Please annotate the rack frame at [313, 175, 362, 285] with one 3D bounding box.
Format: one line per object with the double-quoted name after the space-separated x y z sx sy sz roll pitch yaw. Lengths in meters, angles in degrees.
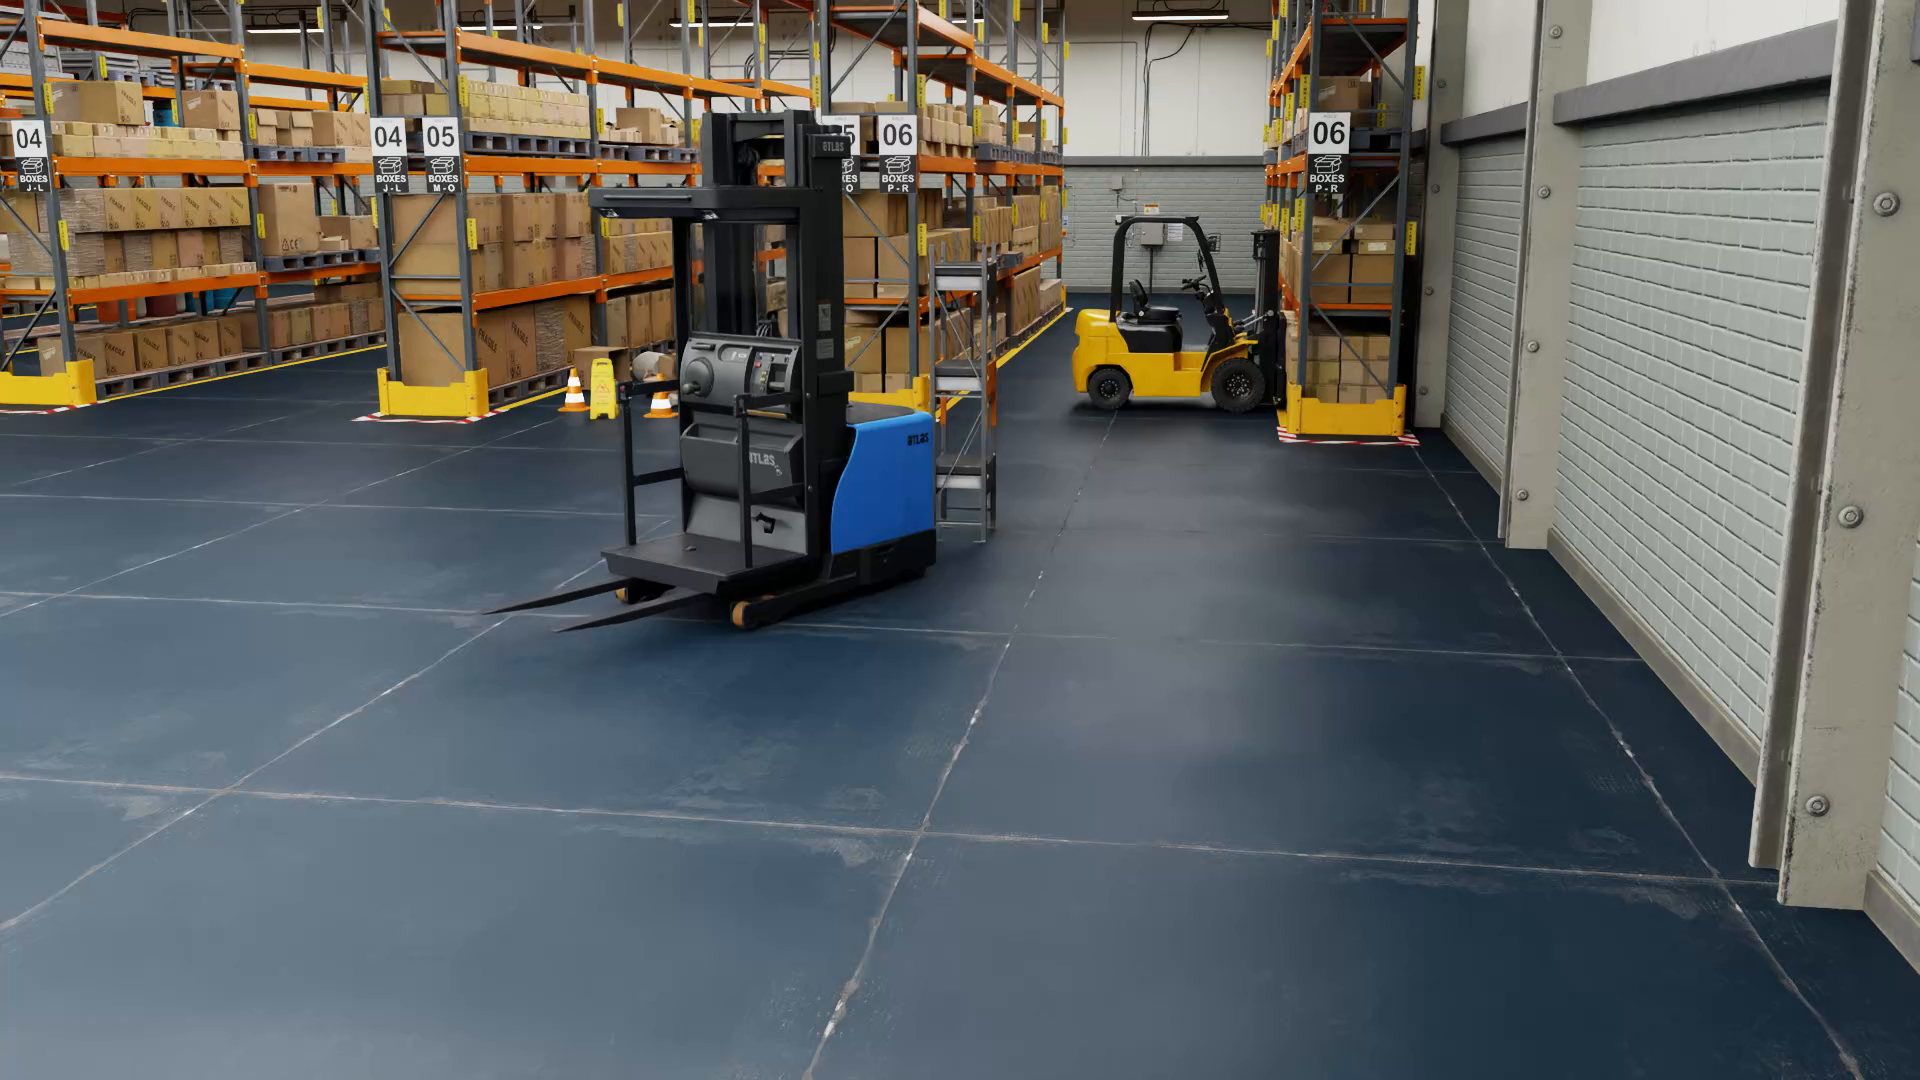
-13.165 -6.553 35.280 1.000 3.000 0.127 2 12 9 "rack frame"

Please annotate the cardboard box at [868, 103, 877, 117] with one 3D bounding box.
-1.101 -4.606 17.832 0.380 0.149 0.250 2 12 10 "cardboard box"

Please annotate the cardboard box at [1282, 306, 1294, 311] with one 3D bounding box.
4.891 -2.885 22.898 0.875 0.625 0.625 1 12 6 "cardboard box"

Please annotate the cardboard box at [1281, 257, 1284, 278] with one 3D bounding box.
4.472 -3.558 21.740 0.500 0.250 0.500 2 12 8 "cardboard box"

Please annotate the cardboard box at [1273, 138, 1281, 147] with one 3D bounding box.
5.161 -6.306 26.378 0.380 0.149 0.250 2 12 10 "cardboard box"

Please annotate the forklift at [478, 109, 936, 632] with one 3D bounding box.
-1.455 -1.031 9.822 1.130 2.935 3.031 9 15 37 "forklift"

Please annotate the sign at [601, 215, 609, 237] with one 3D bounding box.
-4.682 -4.157 21.920 0.100 0.325 0.005 2 12 9 "sign"

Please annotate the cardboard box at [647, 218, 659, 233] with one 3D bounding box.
-4.848 -4.778 24.432 0.700 0.500 0.500 2 12 8 "cardboard box"

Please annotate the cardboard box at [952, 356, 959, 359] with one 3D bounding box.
-0.304 -2.086 20.082 0.500 0.250 0.500 2 12 10 "cardboard box"

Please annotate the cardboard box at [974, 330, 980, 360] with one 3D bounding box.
-0.246 -2.603 22.194 0.950 0.372 0.625 2 12 9 "cardboard box"

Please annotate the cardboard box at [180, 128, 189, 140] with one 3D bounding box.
-10.095 -5.188 21.237 0.380 0.149 0.250 2 12 11 "cardboard box"

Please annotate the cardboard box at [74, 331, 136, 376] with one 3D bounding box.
-10.561 -2.300 20.483 0.500 0.500 0.500 5 13 23 "cardboard box"

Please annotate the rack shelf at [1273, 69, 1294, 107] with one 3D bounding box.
5.504 -7.048 25.993 1.077 0.370 4.000 2 12 9 "rack shelf"

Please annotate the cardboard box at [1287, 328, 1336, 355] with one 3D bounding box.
3.801 -2.143 17.974 0.500 0.250 0.500 2 12 10 "cardboard box"

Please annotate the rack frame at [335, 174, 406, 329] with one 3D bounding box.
-9.501 -4.727 26.808 1.000 3.000 0.127 2 12 9 "rack frame"

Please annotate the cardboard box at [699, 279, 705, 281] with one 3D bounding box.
-4.193 -4.137 27.224 0.500 0.250 0.500 2 12 8 "cardboard box"

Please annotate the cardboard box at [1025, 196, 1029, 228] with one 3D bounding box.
0.851 -5.354 27.107 0.500 0.500 0.500 2 12 10 "cardboard box"

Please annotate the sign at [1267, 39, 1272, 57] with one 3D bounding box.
5.890 -9.357 31.646 0.100 0.325 0.005 2 12 9 "sign"

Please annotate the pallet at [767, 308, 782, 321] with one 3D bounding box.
-3.932 -4.156 30.776 1.003 0.211 1.213 2 12 9 "pallet"

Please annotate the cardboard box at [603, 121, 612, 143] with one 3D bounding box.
-5.179 -5.762 23.466 0.500 0.311 0.500 1 12 7 "cardboard box"

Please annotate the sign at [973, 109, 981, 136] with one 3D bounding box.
0.213 -5.276 21.010 0.100 0.325 0.005 2 12 9 "sign"

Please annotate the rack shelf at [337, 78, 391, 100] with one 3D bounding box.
-9.194 -7.529 28.226 1.077 0.370 4.000 2 12 9 "rack shelf"

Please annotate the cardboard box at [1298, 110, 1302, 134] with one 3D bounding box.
4.053 -4.769 18.967 0.396 0.266 0.258 2 12 7 "cardboard box"

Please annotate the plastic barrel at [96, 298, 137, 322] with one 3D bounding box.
-14.337 -4.134 28.212 0.600 0.830 0.708 2 12 9 "plastic barrel"

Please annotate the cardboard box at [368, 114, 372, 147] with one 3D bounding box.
-9.327 -6.379 25.930 0.500 0.500 0.500 2 12 10 "cardboard box"

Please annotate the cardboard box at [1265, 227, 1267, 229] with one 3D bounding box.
5.938 -5.687 30.913 0.500 0.250 0.500 2 12 8 "cardboard box"

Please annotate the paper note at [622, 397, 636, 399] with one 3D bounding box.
-3.934 -1.691 19.770 0.144 0.017 0.142 7 14 28 "paper note"

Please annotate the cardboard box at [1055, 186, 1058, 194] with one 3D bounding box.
1.692 -6.735 31.974 0.380 0.149 0.250 2 12 8 "cardboard box"

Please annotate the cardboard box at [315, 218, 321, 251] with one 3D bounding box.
-9.941 -4.514 24.578 0.797 0.503 0.637 3 13 14 "cardboard box"

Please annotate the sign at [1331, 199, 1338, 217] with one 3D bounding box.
6.360 -5.627 28.237 0.100 0.325 0.005 2 12 9 "sign"

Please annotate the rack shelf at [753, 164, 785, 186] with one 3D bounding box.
-3.693 -6.909 31.520 1.077 0.370 4.000 2 12 9 "rack shelf"

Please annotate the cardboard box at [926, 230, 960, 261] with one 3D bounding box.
-0.295 -3.452 19.946 0.500 0.500 0.500 2 12 10 "cardboard box"

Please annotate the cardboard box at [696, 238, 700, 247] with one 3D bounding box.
-4.347 -4.715 26.349 0.380 0.149 0.250 2 12 8 "cardboard box"

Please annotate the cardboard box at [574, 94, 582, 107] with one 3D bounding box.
-5.011 -5.561 21.027 0.380 0.149 0.250 2 12 8 "cardboard box"

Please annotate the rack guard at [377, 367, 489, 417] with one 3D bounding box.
-5.850 -1.653 18.478 1.175 0.500 0.348 2 12 9 "rack guard"

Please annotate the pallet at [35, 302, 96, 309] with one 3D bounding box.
-18.382 -4.916 34.304 1.003 0.211 1.213 2 12 9 "pallet"

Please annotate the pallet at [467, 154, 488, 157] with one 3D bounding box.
-8.978 -6.740 29.483 0.805 0.209 1.217 1 12 6 "pallet"

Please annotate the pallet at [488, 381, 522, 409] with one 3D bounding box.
-5.800 -1.686 19.315 1.003 0.211 1.213 2 12 9 "pallet"

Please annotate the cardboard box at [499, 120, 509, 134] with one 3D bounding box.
-5.361 -4.697 18.909 0.380 0.149 0.250 2 12 9 "cardboard box"

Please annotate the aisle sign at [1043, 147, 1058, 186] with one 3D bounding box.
1.839 -7.347 32.795 0.394 0.787 0.004 2 12 9 "aisle sign"

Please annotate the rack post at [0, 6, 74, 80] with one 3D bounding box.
-14.792 -7.498 24.951 1.013 1.000 3.121 2 12 9 "rack post"

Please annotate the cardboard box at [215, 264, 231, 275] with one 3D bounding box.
-10.005 -3.616 22.247 0.380 0.149 0.250 2 12 9 "cardboard box"

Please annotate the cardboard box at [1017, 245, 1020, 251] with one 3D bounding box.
0.676 -4.534 26.268 0.500 0.250 0.500 2 12 7 "cardboard box"

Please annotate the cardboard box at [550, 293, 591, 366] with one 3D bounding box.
-5.397 -2.751 21.684 0.875 0.875 0.875 2 12 10 "cardboard box"

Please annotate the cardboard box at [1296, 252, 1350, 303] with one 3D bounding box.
3.782 -2.741 17.353 0.500 0.500 0.500 2 12 7 "cardboard box"

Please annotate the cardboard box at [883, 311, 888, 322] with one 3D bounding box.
-1.042 -2.592 19.109 0.380 0.149 0.250 2 12 10 "cardboard box"

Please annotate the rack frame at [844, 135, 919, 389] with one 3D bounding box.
-0.939 -2.741 17.591 1.000 3.000 0.127 2 12 9 "rack frame"

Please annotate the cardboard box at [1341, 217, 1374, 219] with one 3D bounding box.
4.830 -3.849 20.248 0.380 0.149 0.250 2 12 9 "cardboard box"

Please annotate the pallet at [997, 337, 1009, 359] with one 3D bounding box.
0.169 -2.880 24.857 1.003 0.211 1.213 2 12 9 "pallet"

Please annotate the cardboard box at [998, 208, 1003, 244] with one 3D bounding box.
0.351 -4.489 23.763 0.500 0.500 0.500 1 12 5 "cardboard box"

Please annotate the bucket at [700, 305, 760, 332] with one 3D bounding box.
-2.974 -2.753 21.808 0.726 0.611 0.620 7 4 28 "bucket"

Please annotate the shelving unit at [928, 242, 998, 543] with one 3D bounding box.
0.025 -1.061 11.932 0.431 2.100 0.503 2 12 9 "shelving unit"

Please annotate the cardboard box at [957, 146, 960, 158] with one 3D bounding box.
-0.213 -4.738 20.333 0.380 0.149 0.250 2 12 9 "cardboard box"

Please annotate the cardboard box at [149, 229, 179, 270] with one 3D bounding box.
-10.453 -3.684 21.025 0.875 0.500 0.500 2 12 9 "cardboard box"

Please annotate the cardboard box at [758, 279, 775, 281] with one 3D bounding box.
-3.847 -5.051 32.670 0.380 0.149 0.250 1 12 6 "cardboard box"

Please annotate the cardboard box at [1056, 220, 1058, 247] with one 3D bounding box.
1.617 -5.907 32.047 0.500 0.500 0.500 2 12 7 "cardboard box"
